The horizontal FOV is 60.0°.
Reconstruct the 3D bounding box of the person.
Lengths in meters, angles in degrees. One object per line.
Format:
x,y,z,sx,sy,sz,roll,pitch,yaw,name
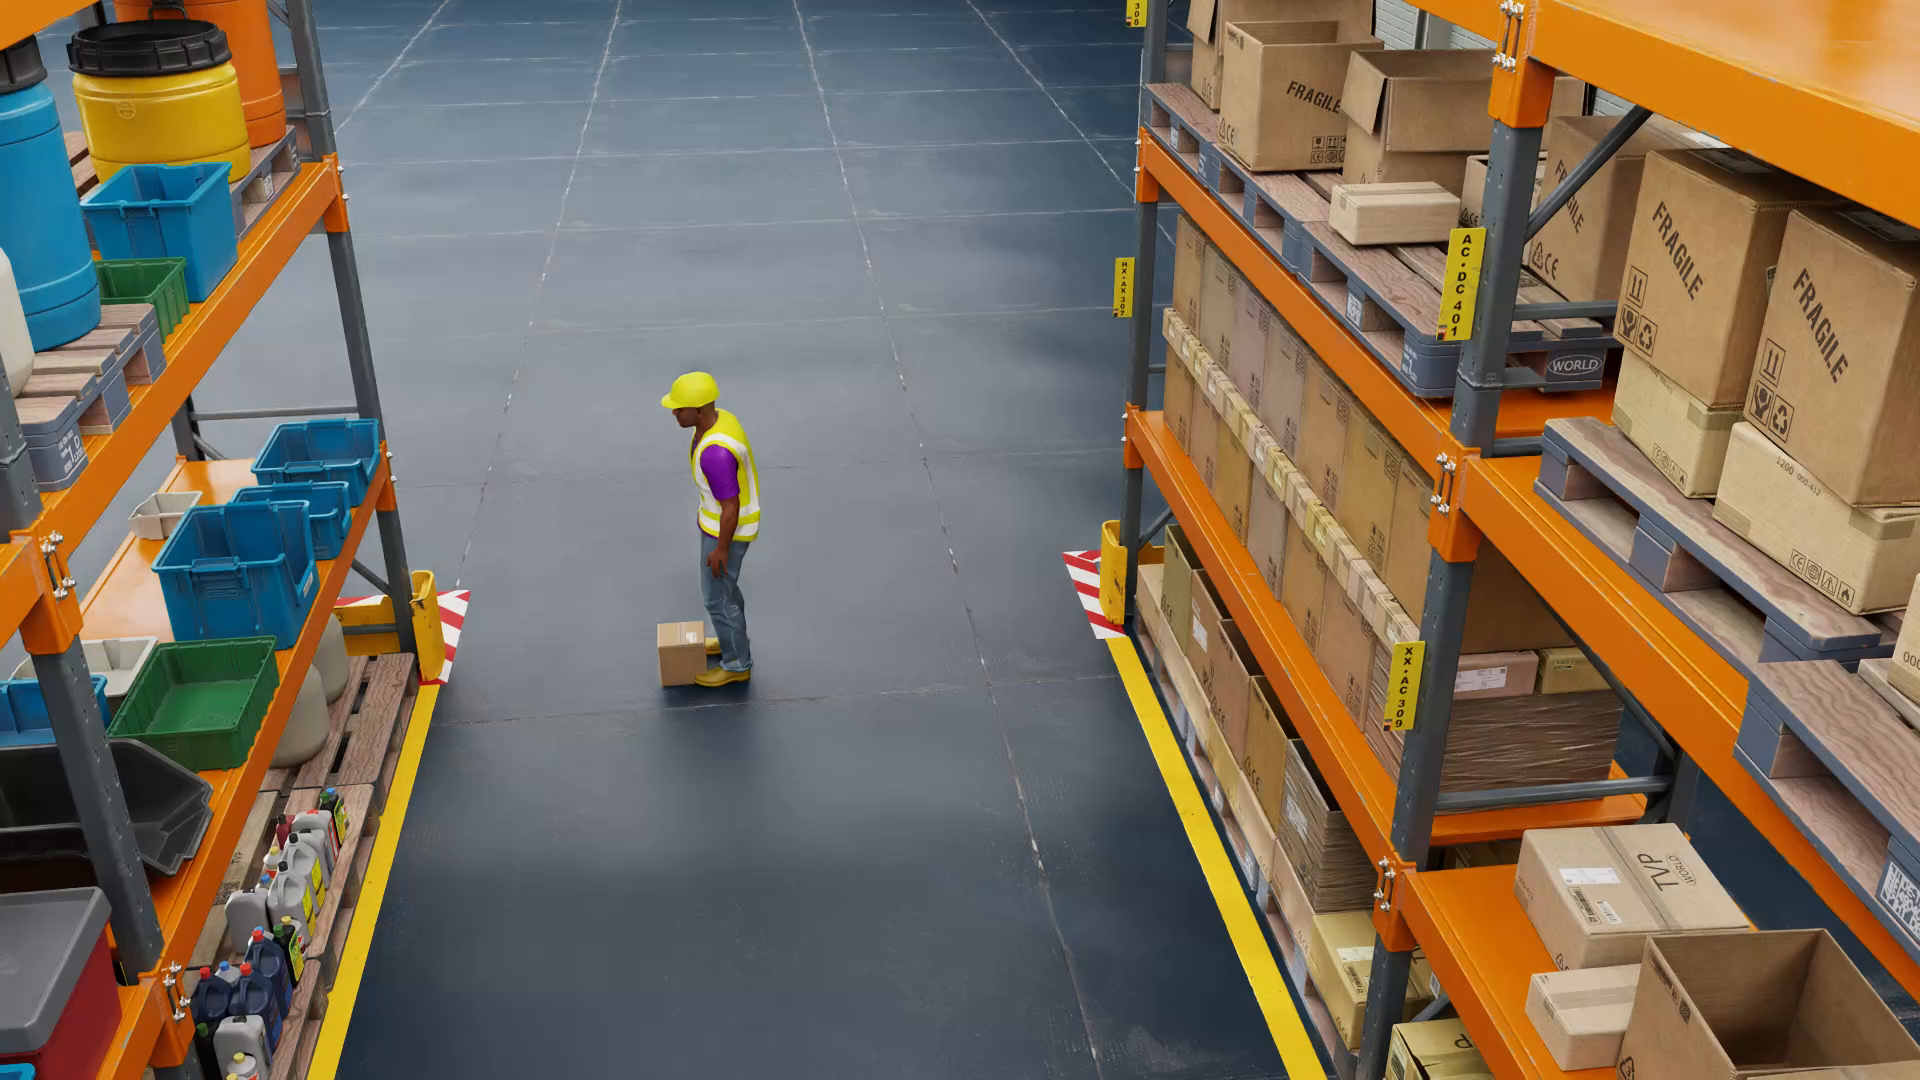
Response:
-1.278,-0.071,8.738,0.460,1.759,0.629,-5,27,-10,person
